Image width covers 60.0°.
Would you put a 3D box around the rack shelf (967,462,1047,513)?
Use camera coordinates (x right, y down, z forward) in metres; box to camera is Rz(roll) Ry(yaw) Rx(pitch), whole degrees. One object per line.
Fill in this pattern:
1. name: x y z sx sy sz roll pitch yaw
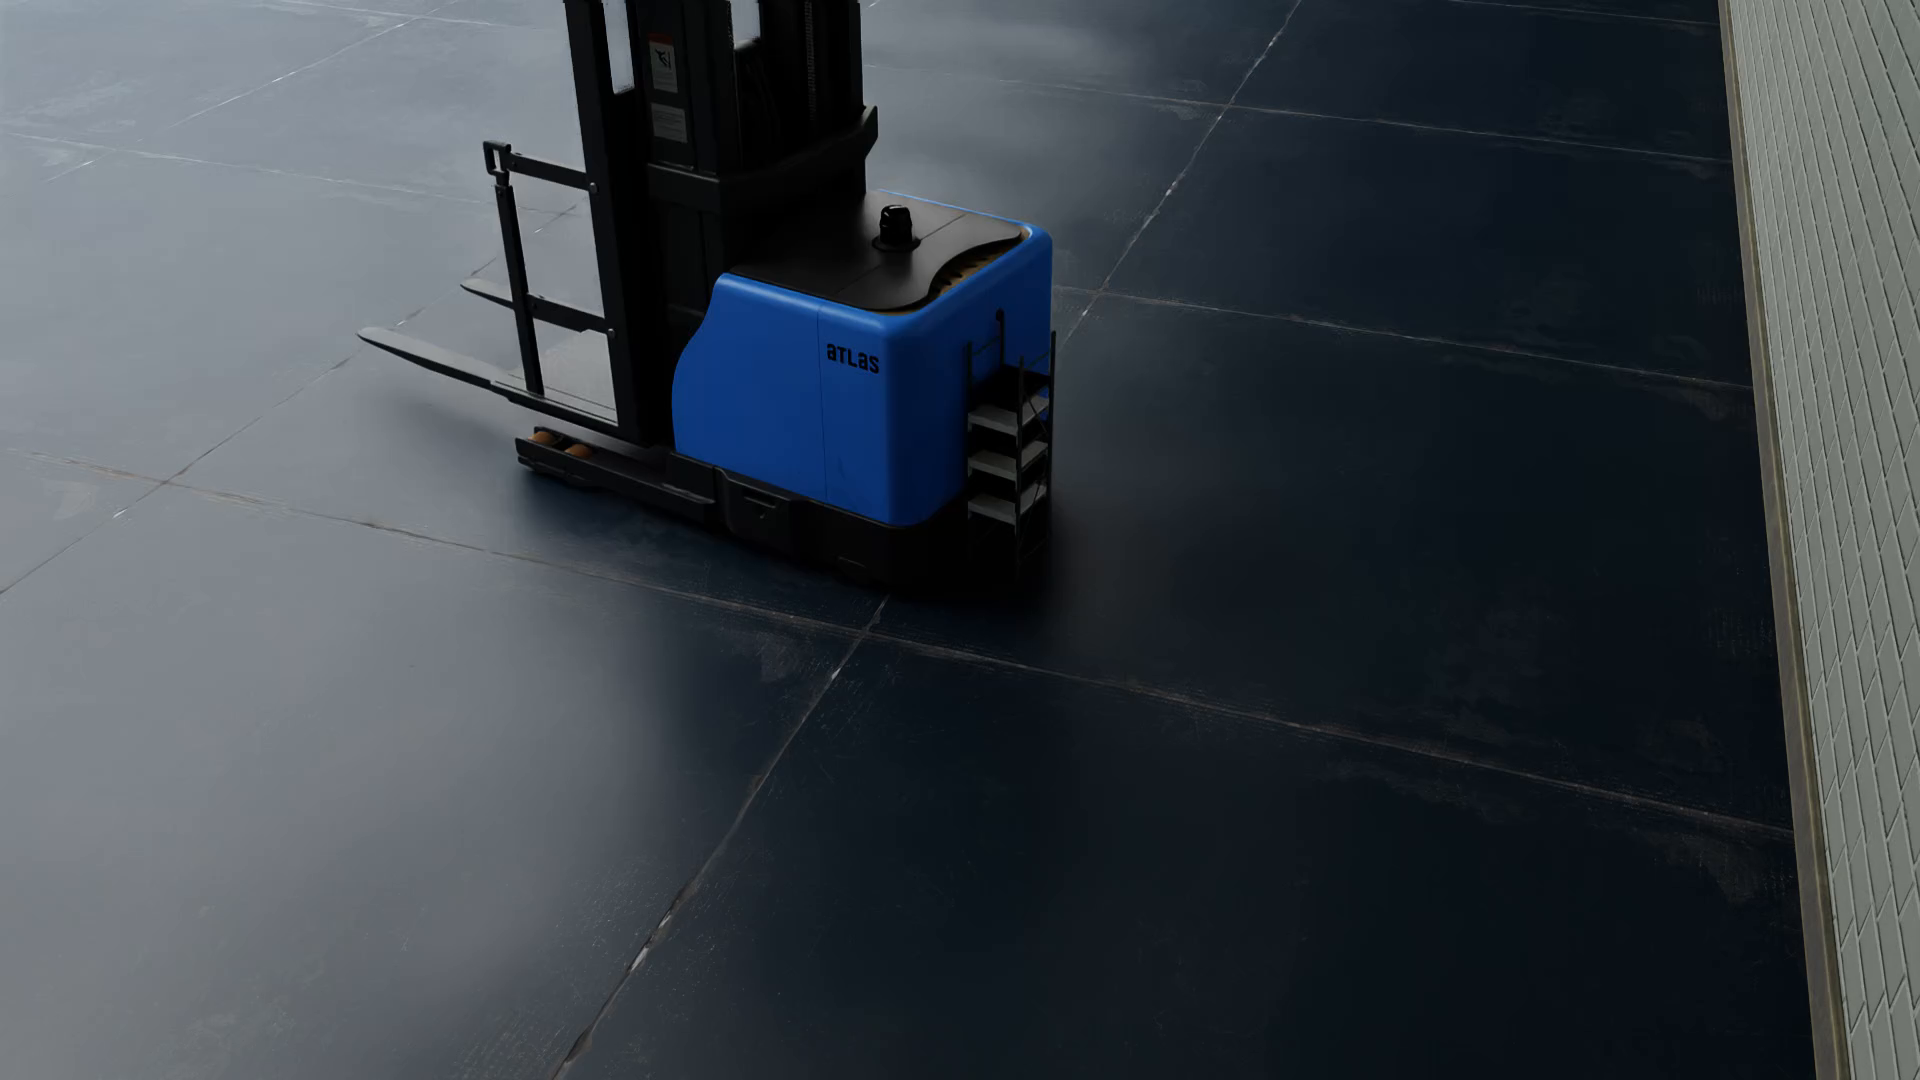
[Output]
1. rack shelf: 0.177 -0.211 5.975 0.200 0.077 0.258 19 37 26

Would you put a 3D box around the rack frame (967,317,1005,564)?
1. rack frame: 0.091 -0.344 5.953 0.006 0.900 0.240 19 37 26

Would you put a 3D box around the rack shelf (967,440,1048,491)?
1. rack shelf: 0.177 -0.287 5.926 0.200 0.077 0.258 19 37 26

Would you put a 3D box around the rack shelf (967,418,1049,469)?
1. rack shelf: 0.177 -0.362 5.877 0.200 0.077 0.258 19 37 26

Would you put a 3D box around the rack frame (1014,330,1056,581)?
1. rack frame: 0.264 -0.285 5.862 0.006 0.900 0.240 19 37 26

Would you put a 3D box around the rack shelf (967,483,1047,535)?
1. rack shelf: 0.177 -0.135 6.023 0.200 0.077 0.258 19 37 26

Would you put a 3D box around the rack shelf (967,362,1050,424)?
1. rack shelf: 0.177 -0.513 5.779 0.200 0.077 0.258 19 37 26

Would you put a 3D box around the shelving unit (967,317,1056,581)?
1. shelving unit: 0.177 -0.315 5.908 0.210 0.900 0.258 19 37 26

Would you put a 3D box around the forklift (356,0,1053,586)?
1. forklift: -1.170 -1.663 6.123 3.031 2.935 1.130 19 37 26

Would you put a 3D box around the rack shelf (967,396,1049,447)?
1. rack shelf: 0.177 -0.438 5.828 0.200 0.077 0.258 19 37 26
